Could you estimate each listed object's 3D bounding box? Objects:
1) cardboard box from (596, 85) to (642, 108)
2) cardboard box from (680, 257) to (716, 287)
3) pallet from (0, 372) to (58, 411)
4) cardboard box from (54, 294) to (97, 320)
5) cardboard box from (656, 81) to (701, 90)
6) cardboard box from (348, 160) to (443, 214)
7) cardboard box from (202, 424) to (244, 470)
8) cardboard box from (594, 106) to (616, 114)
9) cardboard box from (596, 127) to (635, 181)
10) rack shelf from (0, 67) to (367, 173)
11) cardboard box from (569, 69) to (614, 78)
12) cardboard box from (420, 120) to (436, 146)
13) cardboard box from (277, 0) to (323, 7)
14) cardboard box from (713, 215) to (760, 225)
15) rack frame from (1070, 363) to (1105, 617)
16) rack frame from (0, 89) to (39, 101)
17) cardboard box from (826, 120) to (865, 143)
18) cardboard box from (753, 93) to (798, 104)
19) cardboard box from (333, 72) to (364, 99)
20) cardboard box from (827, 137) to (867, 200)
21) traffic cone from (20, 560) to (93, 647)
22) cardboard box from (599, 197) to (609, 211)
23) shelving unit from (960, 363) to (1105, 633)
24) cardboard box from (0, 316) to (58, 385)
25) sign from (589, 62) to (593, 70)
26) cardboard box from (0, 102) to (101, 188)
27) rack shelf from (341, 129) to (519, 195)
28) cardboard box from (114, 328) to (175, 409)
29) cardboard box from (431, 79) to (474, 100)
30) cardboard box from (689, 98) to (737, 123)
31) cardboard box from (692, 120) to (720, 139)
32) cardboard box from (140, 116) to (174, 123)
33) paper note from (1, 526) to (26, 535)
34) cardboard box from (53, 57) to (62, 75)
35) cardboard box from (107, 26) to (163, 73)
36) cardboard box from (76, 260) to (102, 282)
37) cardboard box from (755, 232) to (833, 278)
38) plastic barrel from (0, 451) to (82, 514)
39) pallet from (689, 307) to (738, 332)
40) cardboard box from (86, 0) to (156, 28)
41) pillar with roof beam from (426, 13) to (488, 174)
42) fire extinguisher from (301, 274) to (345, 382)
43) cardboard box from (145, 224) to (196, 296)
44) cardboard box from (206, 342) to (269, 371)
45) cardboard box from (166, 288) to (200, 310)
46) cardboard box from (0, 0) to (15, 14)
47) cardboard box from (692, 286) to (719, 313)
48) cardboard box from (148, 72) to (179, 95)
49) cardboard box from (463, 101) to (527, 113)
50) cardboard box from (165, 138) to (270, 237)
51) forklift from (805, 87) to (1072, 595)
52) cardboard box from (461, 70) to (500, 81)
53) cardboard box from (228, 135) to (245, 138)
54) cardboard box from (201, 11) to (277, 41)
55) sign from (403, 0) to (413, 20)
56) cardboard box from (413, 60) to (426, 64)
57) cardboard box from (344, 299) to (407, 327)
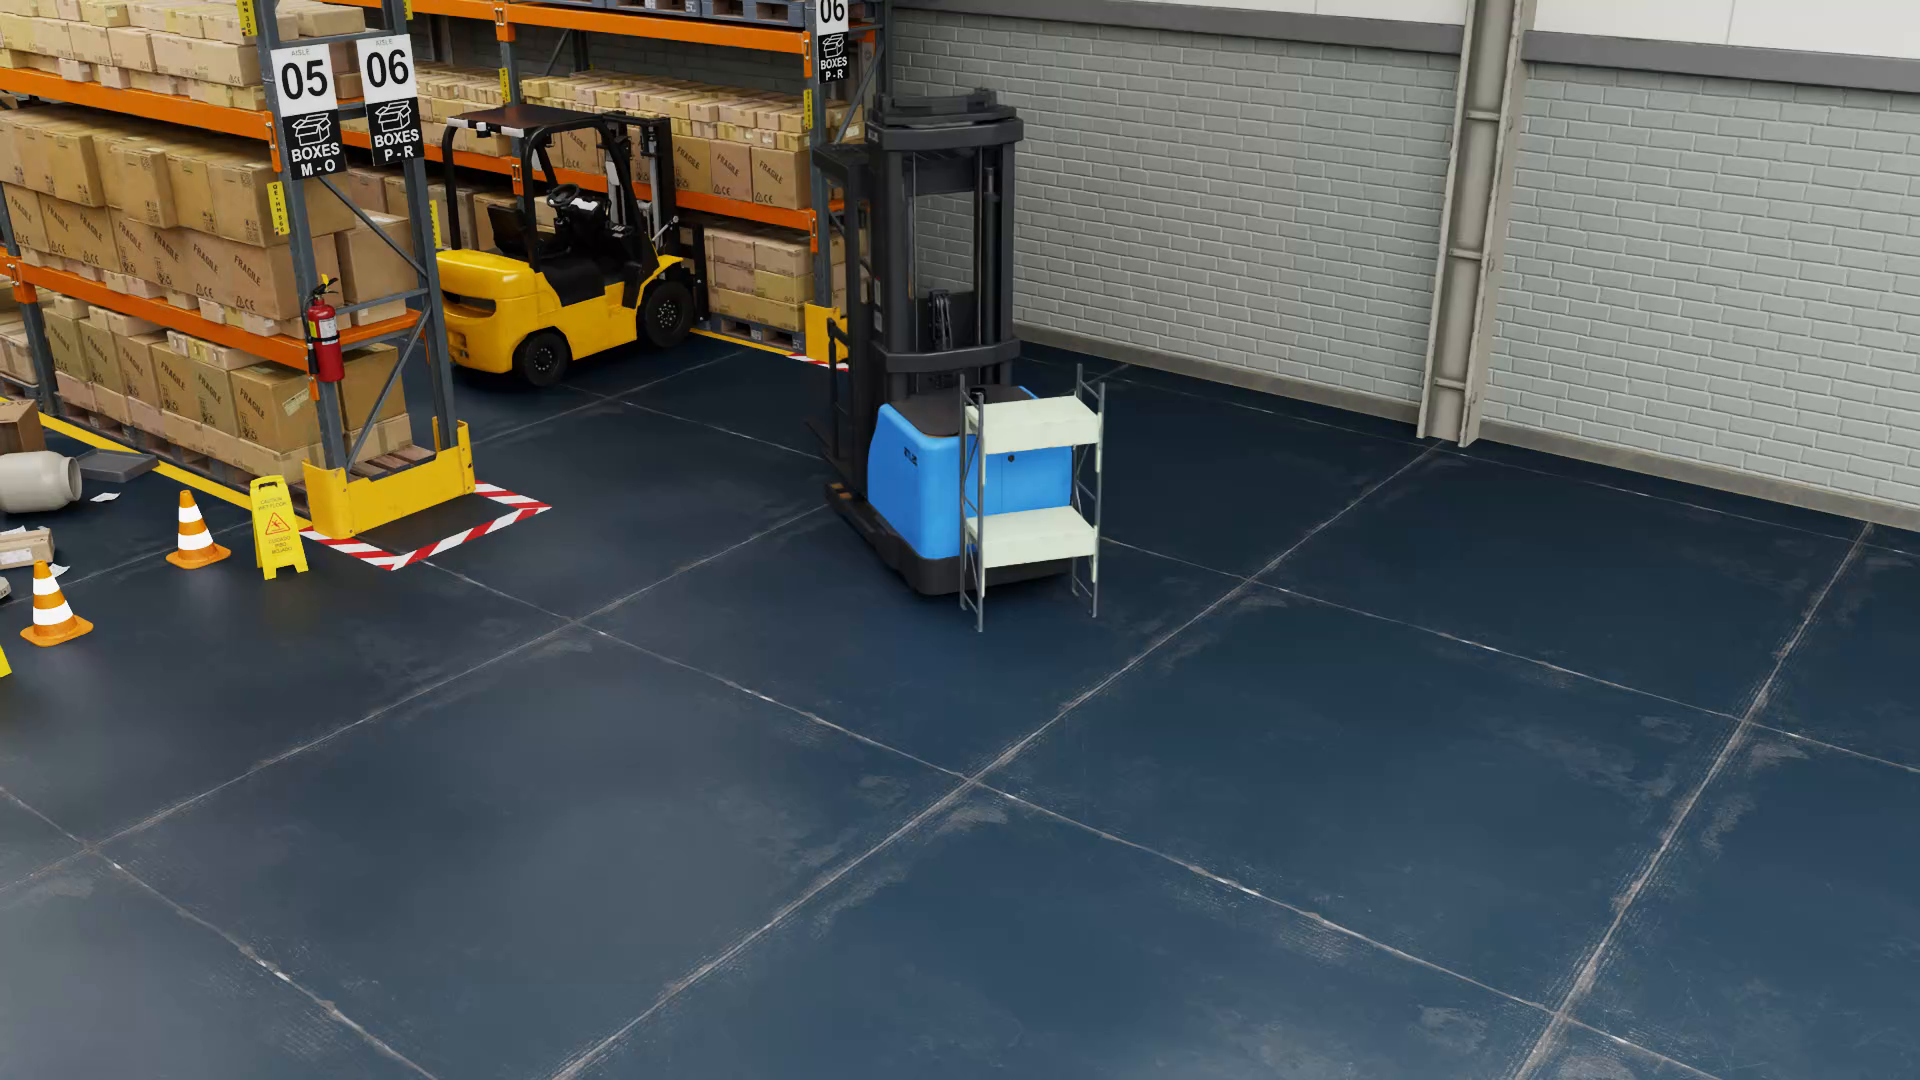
[{"bbox_3d":[-3.227,-4.209,15.784,0.250,0.149,0.380,16,29,32],"label":"cardboard box"},{"bbox_3d":[-2.342,-2.600,15.700,0.500,0.250,0.500,16,28,32],"label":"cardboard box"},{"bbox_3d":[-7.743,-1.454,14.289,1.213,0.211,1.003,17,29,33],"label":"pallet"},{"bbox_3d":[-6.745,-1.837,12.854,0.250,0.149,0.380,17,29,34],"label":"cardboard box"},{"bbox_3d":[-2.703,-4.324,16.046,0.250,0.149,0.380,16,29,33],"label":"cardboard box"},{"bbox_3d":[-6.327,-3.907,18.822,0.625,0.625,0.875,18,29,35],"label":"cardboard box"},{"bbox_3d":[-5.136,-0.746,12.112,0.500,0.250,0.500,17,29,33],"label":"cardboard box"},{"bbox_3d":[-3.252,-4.062,15.821,0.250,0.149,0.380,16,29,33],"label":"cardboard box"},{"bbox_3d":[-3.114,-3.757,15.932,0.500,0.500,0.500,16,29,33],"label":"cardboard box"},{"bbox_3d":[-5.519,-3.102,11.743,4.000,0.370,1.077,17,29,33],"label":"rack shelf"},{"bbox_3d":[-3.708,-4.644,16.772,0.250,0.149,0.380,17,29,33],"label":"cardboard box"},{"bbox_3d":[-5.490,-4.364,17.619,0.500,0.250,0.500,17,29,34],"label":"cardboard box"},{"bbox_3d":[-4.454,-3.486,11.044,0.250,0.149,0.380,17,29,33],"label":"cardboard box"},{"bbox_3d":[-2.011,-2.991,15.966,0.500,0.250,0.500,17,29,33],"label":"cardboard box"},{"bbox_3d":[0.767,-0.291,10.051,0.023,1.500,0.400,-7,25,-15],"label":"rack frame"},{"bbox_3d":[-13.747,-7.047,23.523,0.127,3.000,1.000,17,29,33],"label":"rack frame"},{"bbox_3d":[-1.060,-3.686,14.967,0.250,0.149,0.380,16,28,32],"label":"cardboard box"},{"bbox_3d":[-1.683,-4.005,15.321,0.250,0.149,0.380,17,29,34],"label":"cardboard box"},{"bbox_3d":[-3.989,-3.018,10.971,0.250,0.149,0.380,17,29,33],"label":"cardboard box"},{"bbox_3d":[-1.174,-3.433,15.197,0.500,0.500,0.500,18,29,35],"label":"cardboard box"},{"bbox_3d":[-5.430,0.338,9.909,0.334,0.463,0.336,17,29,33],"label":"traffic cone"},{"bbox_3d":[-3.543,-3.191,16.422,0.500,0.250,0.500,17,29,33],"label":"cardboard box"},{"bbox_3d":[0.417,-0.248,9.954,0.755,1.500,0.431,-7,25,-15],"label":"shelving unit"},{"bbox_3d":[-7.540,-1.658,14.032,0.625,0.372,0.950,17,29,34],"label":"cardboard box"},{"bbox_3d":[-3.813,-4.757,17.154,0.005,0.325,0.100,17,29,33],"label":"sign"},{"bbox_3d":[-6.897,-3.006,12.619,0.500,0.500,0.700,16,29,33],"label":"cardboard box"},{"bbox_3d":[-5.745,-4.299,18.180,4.000,0.370,1.077,17,29,33],"label":"rack shelf"},{"bbox_3d":[-5.959,-1.338,12.527,0.500,0.500,0.500,19,30,36],"label":"cardboard box"},{"bbox_3d":[-5.223,-4.652,17.160,0.250,0.149,0.380,16,28,32],"label":"cardboard box"},{"bbox_3d":[-2.228,-3.891,15.063,0.250,0.149,0.380,18,29,35],"label":"cardboard box"},{"bbox_3d":[-2.216,-3.761,15.138,0.250,0.149,0.380,16,28,32],"label":"cardboard box"},{"bbox_3d":[-10.182,-5.341,21.057,0.250,0.149,0.380,15,28,31],"label":"cardboard box"},{"bbox_3d":[-6.458,-0.052,11.343,0.148,0.019,0.142,-15,28,-30],"label":"paper note"},{"bbox_3d":[-6.192,-3.399,11.835,0.250,0.149,0.380,16,28,32],"label":"cardboard box"},{"bbox_3d":[-5.309,-3.298,11.112,0.500,0.250,0.500,18,29,35],"label":"cardboard box"},{"bbox_3d":[-6.418,-2.078,12.558,0.250,0.149,0.380,18,29,35],"label":"cardboard box"},{"bbox_3d":[-1.500,-2.580,15.035,0.500,0.250,0.500,18,29,35],"label":"cardboard box"},{"bbox_3d":[-6.479,-0.407,11.650,0.512,0.421,0.421,-5,24,-12],"label":"plastic barrel"},{"bbox_3d":[-2.553,-2.368,16.363,1.213,0.211,1.003,17,29,33],"label":"pallet"},{"bbox_3d":[-5.613,-3.545,11.177,0.250,0.149,0.380,18,29,35],"label":"cardboard box"},{"bbox_3d":[-8.344,-6.444,14.715,0.400,9.000,9.100,17,29,33],"label":"pillar with roof beam"},{"bbox_3d":[-4.103,-1.364,10.721,0.183,0.674,0.296,17,29,33],"label":"fire extinguisher"},{"bbox_3d":[-5.314,-2.044,11.677,0.500,0.500,0.500,17,29,33],"label":"cardboard box"},{"bbox_3d":[-5.050,-1.326,11.694,0.250,0.149,0.380,18,29,35],"label":"cardboard box"},{"bbox_3d":[-5.411,-1.769,11.855,0.250,0.149,0.380,16,29,33],"label":"cardboard box"},{"bbox_3d":[-6.631,-3.864,11.901,0.250,0.149,0.380,16,28,32],"label":"cardboard box"},{"bbox_3d":[-2.297,-2.371,15.799,0.500,0.250,0.500,17,29,34],"label":"cardboard box"},{"bbox_3d":[-5.173,-3.082,11.115,0.250,0.149,0.380,17,29,33],"label":"cardboard box"},{"bbox_3d":[-4.691,-4.341,16.949,0.500,0.250,0.500,16,28,32],"label":"cardboard box"},{"bbox_3d":[-4.858,-2.393,11.227,0.500,0.500,0.700,17,29,34],"label":"cardboard box"},{"bbox_3d":[-0.312,-1.564,11.165,1.130,2.935,3.031,-9,25,-20],"label":"forklift"},{"bbox_3d":[-5.081,-4.908,17.740,0.250,0.149,0.380,17,29,33],"label":"cardboard box"},{"bbox_3d":[-8.937,-4.825,20.255,0.250,0.149,0.380,15,28,31],"label":"cardboard box"},{"bbox_3d":[-4.549,-3.259,10.529,0.250,0.149,0.380,17,29,34],"label":"cardboard box"},{"bbox_3d":[-3.593,-3.523,10.722,0.005,0.325,0.100,17,29,33],"label":"sign"},{"bbox_3d":[-6.116,-5.207,18.419,0.250,0.149,0.380,17,29,33],"label":"cardboard box"},{"bbox_3d":[-4.066,-1.609,11.494,0.250,0.149,0.380,17,29,33],"label":"cardboard box"}]
